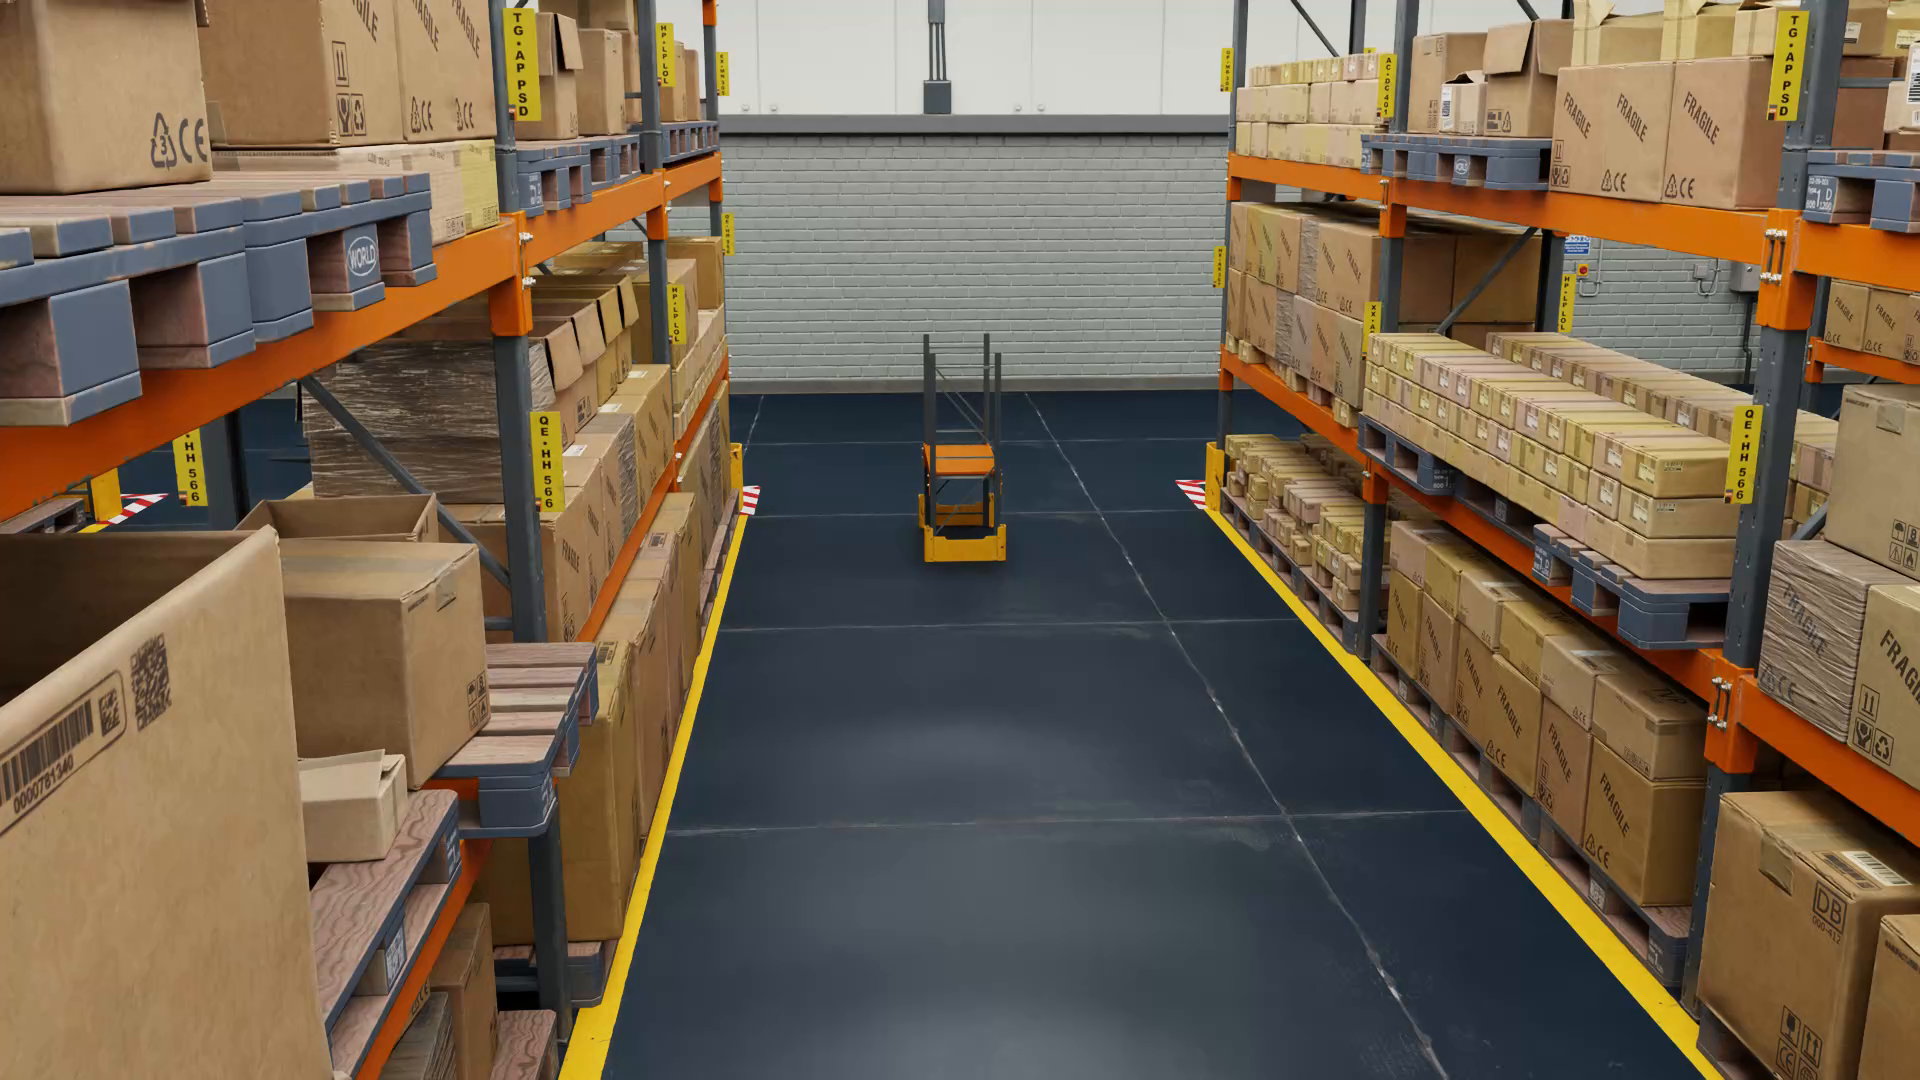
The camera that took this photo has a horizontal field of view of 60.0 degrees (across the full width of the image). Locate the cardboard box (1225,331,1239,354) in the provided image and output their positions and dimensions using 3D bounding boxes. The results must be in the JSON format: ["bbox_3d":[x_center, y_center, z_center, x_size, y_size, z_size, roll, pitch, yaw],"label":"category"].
[{"bbox_3d":[2.295,-1.548,13.028,0.380,0.149,0.250,-1,14,-4],"label":"cardboard box"}]

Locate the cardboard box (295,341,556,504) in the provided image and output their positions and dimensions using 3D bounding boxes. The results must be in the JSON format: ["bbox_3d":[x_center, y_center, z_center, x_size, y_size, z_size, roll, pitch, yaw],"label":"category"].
[{"bbox_3d":[-1.888,-0.431,5.967,0.797,0.503,0.637,0,14,-2],"label":"cardboard box"}]

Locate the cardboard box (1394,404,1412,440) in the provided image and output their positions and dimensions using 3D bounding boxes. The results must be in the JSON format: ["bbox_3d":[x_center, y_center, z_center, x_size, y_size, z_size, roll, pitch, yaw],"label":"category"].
[{"bbox_3d":[2.450,-0.606,8.524,0.380,0.149,0.250,-1,14,-3],"label":"cardboard box"}]

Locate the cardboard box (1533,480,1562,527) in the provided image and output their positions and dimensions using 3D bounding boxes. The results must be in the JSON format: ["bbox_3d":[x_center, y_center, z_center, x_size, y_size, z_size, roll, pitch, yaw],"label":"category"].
[{"bbox_3d":[2.567,-0.151,6.754,0.380,0.149,0.250,-1,14,-4],"label":"cardboard box"}]

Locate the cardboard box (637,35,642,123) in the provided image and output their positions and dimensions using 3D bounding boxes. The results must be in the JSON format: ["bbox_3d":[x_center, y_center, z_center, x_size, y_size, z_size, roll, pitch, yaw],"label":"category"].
[{"bbox_3d":[-2.244,-2.790,10.085,0.700,0.500,0.500,0,14,-1],"label":"cardboard box"}]

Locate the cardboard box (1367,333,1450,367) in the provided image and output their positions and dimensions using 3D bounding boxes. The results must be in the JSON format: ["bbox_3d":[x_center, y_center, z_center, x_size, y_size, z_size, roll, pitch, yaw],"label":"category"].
[{"bbox_3d":[2.415,-1.025,8.959,0.380,0.149,0.250,0,14,-1],"label":"cardboard box"}]

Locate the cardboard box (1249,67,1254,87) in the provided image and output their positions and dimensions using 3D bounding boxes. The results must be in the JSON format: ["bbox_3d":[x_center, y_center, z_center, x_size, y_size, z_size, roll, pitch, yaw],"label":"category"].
[{"bbox_3d":[2.395,-3.487,12.535,0.380,0.149,0.250,-1,14,-4],"label":"cardboard box"}]

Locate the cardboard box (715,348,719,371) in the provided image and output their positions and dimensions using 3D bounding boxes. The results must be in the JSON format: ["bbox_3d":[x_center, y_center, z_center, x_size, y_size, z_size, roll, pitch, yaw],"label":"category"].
[{"bbox_3d":[-1.957,-1.309,12.100,0.380,0.149,0.250,-1,14,-2],"label":"cardboard box"}]

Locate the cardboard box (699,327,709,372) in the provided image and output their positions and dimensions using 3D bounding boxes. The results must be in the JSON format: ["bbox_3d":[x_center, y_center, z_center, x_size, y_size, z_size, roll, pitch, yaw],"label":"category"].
[{"bbox_3d":[-1.961,-1.277,11.173,0.500,0.250,0.500,-1,14,-3],"label":"cardboard box"}]

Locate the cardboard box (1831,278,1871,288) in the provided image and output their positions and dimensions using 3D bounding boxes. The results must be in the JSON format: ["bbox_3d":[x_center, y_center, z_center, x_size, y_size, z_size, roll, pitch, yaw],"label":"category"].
[{"bbox_3d":[7.282,-2.266,13.106,0.500,0.500,0.500,-1,14,-5],"label":"cardboard box"}]

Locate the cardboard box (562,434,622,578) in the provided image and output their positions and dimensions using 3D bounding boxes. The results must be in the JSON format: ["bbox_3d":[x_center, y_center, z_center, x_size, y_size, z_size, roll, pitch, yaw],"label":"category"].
[{"bbox_3d":[-1.687,-0.143,6.863,0.500,0.500,0.500,-1,14,-4],"label":"cardboard box"}]

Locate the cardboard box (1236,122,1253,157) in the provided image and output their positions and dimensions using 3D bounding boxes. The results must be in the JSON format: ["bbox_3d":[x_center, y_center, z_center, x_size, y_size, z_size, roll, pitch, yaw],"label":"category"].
[{"bbox_3d":[2.375,-3.020,12.525,0.500,0.250,0.500,0,14,-1],"label":"cardboard box"}]

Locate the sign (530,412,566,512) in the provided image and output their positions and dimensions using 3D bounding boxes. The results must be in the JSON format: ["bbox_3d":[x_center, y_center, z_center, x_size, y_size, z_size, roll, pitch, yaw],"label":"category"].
[{"bbox_3d":[-1.318,-0.247,5.304,0.100,0.325,0.005,-1,14,-3],"label":"sign"}]

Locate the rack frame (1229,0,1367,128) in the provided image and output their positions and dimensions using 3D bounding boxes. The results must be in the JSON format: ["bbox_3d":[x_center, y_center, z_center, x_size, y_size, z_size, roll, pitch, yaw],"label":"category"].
[{"bbox_3d":[2.602,-4.661,12.581,1.000,3.000,0.127,-1,14,-3],"label":"rack frame"}]

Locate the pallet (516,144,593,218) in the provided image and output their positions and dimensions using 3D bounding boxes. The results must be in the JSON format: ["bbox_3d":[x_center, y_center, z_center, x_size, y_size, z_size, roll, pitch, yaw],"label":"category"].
[{"bbox_3d":[-1.952,-1.235,5.665,1.213,0.211,1.003,0,14,-1],"label":"pallet"}]

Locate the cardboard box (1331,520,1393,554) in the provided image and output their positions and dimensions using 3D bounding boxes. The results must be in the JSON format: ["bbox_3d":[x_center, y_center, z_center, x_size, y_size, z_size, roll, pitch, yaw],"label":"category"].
[{"bbox_3d":[2.513,-0.019,10.264,0.380,0.149,0.250,-1,14,-3],"label":"cardboard box"}]

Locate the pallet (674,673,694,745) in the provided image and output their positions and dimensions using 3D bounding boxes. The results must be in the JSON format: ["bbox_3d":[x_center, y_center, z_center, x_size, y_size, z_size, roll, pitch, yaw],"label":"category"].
[{"bbox_3d":[-1.984,0.832,8.869,1.003,0.211,1.213,-1,14,-3],"label":"pallet"}]

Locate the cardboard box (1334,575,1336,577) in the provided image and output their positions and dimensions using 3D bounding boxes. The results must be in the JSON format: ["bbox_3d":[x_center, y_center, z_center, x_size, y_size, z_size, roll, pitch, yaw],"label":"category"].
[{"bbox_3d":[2.553,0.259,10.380,0.380,0.149,0.250,0,14,-2],"label":"cardboard box"}]

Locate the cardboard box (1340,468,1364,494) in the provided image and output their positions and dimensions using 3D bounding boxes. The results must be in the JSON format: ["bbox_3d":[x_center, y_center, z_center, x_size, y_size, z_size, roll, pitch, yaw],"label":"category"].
[{"bbox_3d":[2.920,-0.414,11.800,0.380,0.149,0.250,-1,14,-5],"label":"cardboard box"}]

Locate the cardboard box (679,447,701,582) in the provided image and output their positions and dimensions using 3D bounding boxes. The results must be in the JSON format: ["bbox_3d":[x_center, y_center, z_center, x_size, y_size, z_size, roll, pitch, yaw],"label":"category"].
[{"bbox_3d":[-2.068,-0.049,10.118,0.875,0.875,0.875,-1,14,-3],"label":"cardboard box"}]

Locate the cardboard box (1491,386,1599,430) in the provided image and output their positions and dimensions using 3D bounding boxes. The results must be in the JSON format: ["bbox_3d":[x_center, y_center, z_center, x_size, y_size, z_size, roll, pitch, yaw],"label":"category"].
[{"bbox_3d":[2.532,-0.572,7.197,0.380,0.149,0.250,0,14,-1],"label":"cardboard box"}]

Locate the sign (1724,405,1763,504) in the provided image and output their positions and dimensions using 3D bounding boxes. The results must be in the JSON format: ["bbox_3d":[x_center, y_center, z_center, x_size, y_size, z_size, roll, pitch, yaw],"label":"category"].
[{"bbox_3d":[2.557,-0.277,5.420,0.100,0.325,0.005,-1,14,-3],"label":"sign"}]

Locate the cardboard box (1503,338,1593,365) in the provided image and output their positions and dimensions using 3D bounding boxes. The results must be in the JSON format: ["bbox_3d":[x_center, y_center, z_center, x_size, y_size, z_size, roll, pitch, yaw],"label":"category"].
[{"bbox_3d":[3.087,-0.967,8.731,0.380,0.149,0.250,-1,14,-5],"label":"cardboard box"}]

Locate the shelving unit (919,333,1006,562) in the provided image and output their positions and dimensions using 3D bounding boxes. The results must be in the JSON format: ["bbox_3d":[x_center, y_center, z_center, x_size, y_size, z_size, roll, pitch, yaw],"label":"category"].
[{"bbox_3d":[0.005,-0.707,12.266,0.587,1.500,1.083,-1,14,-3],"label":"shelving unit"}]

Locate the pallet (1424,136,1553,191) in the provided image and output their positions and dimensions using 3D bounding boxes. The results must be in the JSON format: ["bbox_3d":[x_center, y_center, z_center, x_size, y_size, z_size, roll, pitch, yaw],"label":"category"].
[{"bbox_3d":[2.849,-1.709,7.507,1.213,0.211,1.003,-1,14,-3],"label":"pallet"}]

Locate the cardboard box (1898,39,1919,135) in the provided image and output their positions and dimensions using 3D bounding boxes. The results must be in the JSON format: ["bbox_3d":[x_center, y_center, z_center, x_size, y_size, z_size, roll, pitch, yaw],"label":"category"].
[{"bbox_3d":[2.923,-1.244,4.456,0.500,0.311,0.500,-1,14,-3],"label":"cardboard box"}]

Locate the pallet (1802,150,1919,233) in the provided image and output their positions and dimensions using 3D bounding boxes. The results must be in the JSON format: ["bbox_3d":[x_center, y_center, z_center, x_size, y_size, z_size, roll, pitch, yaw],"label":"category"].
[{"bbox_3d":[3.191,-0.968,4.627,1.213,0.211,1.003,0,14,-1],"label":"pallet"}]

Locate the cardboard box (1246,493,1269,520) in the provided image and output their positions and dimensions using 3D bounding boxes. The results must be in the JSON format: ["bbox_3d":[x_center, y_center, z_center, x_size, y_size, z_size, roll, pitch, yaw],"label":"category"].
[{"bbox_3d":[2.342,-0.252,12.365,0.380,0.149,0.250,-1,14,-3],"label":"cardboard box"}]

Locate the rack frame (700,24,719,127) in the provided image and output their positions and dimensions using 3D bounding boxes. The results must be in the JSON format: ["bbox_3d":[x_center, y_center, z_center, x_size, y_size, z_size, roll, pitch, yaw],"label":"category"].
[{"bbox_3d":[-2.354,-4.609,12.382,1.000,3.000,0.127,-1,14,-3],"label":"rack frame"}]

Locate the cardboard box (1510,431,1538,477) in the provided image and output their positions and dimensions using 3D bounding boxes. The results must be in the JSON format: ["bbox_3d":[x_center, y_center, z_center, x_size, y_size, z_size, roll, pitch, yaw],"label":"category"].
[{"bbox_3d":[2.548,-0.363,6.983,0.380,0.149,0.250,-1,14,-4],"label":"cardboard box"}]

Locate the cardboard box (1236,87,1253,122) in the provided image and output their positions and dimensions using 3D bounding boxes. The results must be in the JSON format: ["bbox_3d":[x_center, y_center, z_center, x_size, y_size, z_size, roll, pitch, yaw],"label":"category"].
[{"bbox_3d":[2.371,-3.262,12.462,0.500,0.250,0.500,-1,14,-3],"label":"cardboard box"}]

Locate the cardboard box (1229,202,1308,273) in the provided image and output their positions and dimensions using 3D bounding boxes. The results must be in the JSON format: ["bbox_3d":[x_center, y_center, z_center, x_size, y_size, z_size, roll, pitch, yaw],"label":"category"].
[{"bbox_3d":[2.365,-2.316,12.705,0.500,0.500,0.500,-1,14,-4],"label":"cardboard box"}]

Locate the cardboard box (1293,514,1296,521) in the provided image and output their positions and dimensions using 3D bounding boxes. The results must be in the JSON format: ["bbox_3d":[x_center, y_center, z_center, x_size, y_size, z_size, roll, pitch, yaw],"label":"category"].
[{"bbox_3d":[2.526,-0.195,11.547,0.380,0.149,0.250,0,14,-1],"label":"cardboard box"}]

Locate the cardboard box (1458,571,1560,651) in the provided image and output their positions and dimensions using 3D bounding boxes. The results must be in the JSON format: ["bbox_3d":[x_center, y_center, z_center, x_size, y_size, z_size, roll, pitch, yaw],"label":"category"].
[{"bbox_3d":[2.695,0.331,7.890,0.500,0.250,0.500,0,14,-1],"label":"cardboard box"}]

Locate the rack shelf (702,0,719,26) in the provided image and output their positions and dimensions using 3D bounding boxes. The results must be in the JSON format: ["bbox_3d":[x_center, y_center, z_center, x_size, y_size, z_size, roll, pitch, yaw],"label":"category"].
[{"bbox_3d":[-2.230,-3.570,10.588,1.077,0.370,4.000,-1,14,-3],"label":"rack shelf"}]

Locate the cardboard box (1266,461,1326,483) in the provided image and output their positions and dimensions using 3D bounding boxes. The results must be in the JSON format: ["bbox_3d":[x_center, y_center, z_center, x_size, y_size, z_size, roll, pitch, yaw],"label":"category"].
[{"bbox_3d":[2.426,-0.470,12.017,0.380,0.149,0.250,0,14,-1],"label":"cardboard box"}]

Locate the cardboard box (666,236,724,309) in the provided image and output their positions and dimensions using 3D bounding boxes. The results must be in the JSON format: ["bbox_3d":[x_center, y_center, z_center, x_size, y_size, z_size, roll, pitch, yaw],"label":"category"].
[{"bbox_3d":[-2.062,-2.021,12.562,0.500,0.500,0.500,-1,14,-3],"label":"cardboard box"}]

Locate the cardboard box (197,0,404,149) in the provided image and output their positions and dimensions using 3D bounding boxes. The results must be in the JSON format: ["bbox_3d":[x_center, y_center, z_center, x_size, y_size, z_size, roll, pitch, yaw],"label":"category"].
[{"bbox_3d":[-1.522,-1.092,3.527,0.500,0.500,0.500,-1,14,-2],"label":"cardboard box"}]

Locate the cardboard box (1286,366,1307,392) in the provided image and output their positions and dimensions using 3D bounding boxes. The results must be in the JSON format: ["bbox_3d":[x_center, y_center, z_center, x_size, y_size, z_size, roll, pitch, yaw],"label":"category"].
[{"bbox_3d":[2.430,-1.094,11.263,0.380,0.149,0.250,-1,14,-2],"label":"cardboard box"}]

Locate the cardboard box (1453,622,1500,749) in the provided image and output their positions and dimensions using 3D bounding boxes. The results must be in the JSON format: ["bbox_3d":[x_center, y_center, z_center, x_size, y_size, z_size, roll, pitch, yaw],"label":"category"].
[{"bbox_3d":[2.712,0.696,7.975,0.500,0.500,0.500,-1,14,-2],"label":"cardboard box"}]

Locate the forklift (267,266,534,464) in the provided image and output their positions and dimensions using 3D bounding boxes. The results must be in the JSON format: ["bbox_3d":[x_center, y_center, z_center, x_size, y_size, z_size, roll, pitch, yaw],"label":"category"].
[{"bbox_3d":[-4.462,-1.978,14.331,3.031,2.935,1.130,0,14,1],"label":"forklift"}]

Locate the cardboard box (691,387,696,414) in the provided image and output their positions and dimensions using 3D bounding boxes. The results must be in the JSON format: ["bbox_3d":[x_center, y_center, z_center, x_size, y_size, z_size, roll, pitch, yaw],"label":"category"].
[{"bbox_3d":[-1.844,-0.862,10.363,0.380,0.149,0.250,-1,14,-5],"label":"cardboard box"}]

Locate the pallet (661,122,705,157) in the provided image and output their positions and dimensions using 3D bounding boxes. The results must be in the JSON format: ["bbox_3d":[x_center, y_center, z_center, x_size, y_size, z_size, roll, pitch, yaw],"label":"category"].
[{"bbox_3d":[-2.219,-2.625,10.868,1.003,0.211,1.213,-1,14,-3],"label":"pallet"}]

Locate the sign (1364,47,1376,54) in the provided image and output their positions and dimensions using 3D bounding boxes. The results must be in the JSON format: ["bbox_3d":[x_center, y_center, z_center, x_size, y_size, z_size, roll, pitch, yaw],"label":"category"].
[{"bbox_3d":[3.157,-3.640,12.859,0.100,0.325,0.005,-1,14,-3],"label":"sign"}]

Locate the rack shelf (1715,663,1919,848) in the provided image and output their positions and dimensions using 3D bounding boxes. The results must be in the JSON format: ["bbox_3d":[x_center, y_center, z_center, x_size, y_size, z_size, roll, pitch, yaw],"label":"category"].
[{"bbox_3d":[3.222,1.080,3.753,1.077,0.370,4.000,-1,14,-3],"label":"rack shelf"}]

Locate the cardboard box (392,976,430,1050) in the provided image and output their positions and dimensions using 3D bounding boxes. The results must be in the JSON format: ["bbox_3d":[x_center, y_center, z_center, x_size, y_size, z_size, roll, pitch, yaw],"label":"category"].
[{"bbox_3d":[-1.744,1.218,4.402,0.500,0.250,0.500,1,14,3],"label":"cardboard box"}]

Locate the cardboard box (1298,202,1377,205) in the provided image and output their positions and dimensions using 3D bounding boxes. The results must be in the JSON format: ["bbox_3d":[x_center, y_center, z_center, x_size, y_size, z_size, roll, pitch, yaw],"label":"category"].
[{"bbox_3d":[2.879,-2.322,12.728,0.500,0.500,0.500,-1,14,-5],"label":"cardboard box"}]

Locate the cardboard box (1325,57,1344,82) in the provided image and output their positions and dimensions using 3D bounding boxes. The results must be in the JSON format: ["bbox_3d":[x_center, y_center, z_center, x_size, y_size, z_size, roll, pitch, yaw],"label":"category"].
[{"bbox_3d":[2.485,-2.909,10.289,0.380,0.149,0.250,-1,15,-6],"label":"cardboard box"}]

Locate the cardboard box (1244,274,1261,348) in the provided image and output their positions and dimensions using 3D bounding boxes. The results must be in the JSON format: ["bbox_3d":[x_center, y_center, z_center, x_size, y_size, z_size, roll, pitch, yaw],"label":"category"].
[{"bbox_3d":[2.413,-1.699,12.313,0.500,0.500,0.500,-1,14,-3],"label":"cardboard box"}]

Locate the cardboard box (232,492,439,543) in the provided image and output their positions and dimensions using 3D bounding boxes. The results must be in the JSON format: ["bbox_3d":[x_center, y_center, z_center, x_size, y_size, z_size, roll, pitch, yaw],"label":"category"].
[{"bbox_3d":[-1.785,0.168,4.812,0.500,0.500,0.500,-3,15,-10],"label":"cardboard box"}]

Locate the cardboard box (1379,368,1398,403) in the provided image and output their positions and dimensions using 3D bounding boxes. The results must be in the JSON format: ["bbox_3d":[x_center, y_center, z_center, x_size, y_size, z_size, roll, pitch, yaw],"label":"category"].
[{"bbox_3d":[2.434,-0.817,8.746,0.380,0.149,0.250,-1,14,-5],"label":"cardboard box"}]

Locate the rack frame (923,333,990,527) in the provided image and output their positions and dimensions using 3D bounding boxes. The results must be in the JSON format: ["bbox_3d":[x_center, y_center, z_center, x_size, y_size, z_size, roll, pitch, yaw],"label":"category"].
[{"bbox_3d":[-0.026,-0.832,12.748,0.500,1.500,0.032,-1,14,-3],"label":"rack frame"}]

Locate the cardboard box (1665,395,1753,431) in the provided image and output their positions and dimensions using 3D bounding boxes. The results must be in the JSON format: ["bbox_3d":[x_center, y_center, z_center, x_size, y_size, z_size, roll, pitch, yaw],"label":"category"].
[{"bbox_3d":[3.198,-0.515,6.974,0.380,0.149,0.250,0,14,-1],"label":"cardboard box"}]

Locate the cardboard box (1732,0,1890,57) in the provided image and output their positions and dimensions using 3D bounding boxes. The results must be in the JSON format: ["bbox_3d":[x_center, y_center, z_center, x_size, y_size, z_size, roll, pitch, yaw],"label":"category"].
[{"bbox_3d":[2.814,-1.734,5.490,0.396,0.266,0.258,-1,14,-3],"label":"cardboard box"}]
